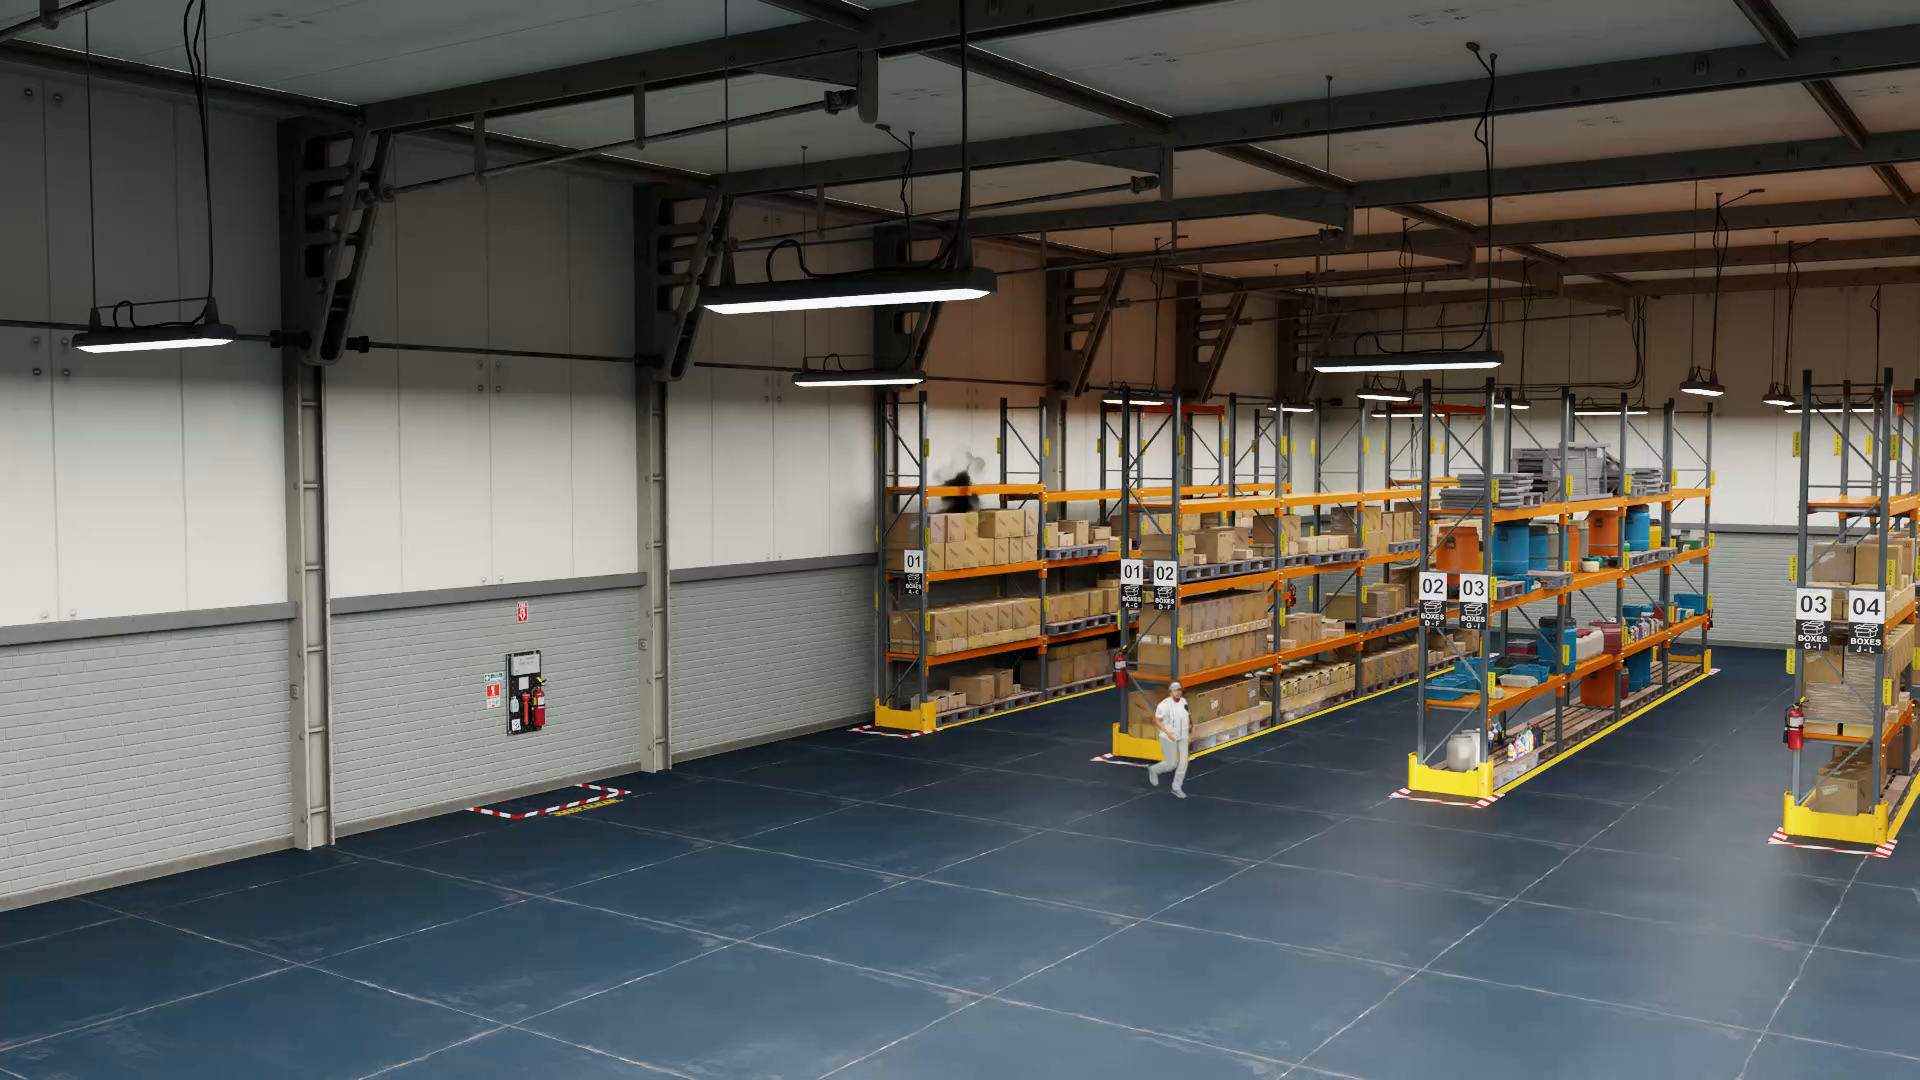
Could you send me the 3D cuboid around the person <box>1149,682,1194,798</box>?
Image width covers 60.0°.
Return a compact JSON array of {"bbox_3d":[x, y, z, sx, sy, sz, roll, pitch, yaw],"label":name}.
[{"bbox_3d":[3.082,2.865,24.045,0.608,1.652,0.654,-2,4,-26],"label":"person"}]
